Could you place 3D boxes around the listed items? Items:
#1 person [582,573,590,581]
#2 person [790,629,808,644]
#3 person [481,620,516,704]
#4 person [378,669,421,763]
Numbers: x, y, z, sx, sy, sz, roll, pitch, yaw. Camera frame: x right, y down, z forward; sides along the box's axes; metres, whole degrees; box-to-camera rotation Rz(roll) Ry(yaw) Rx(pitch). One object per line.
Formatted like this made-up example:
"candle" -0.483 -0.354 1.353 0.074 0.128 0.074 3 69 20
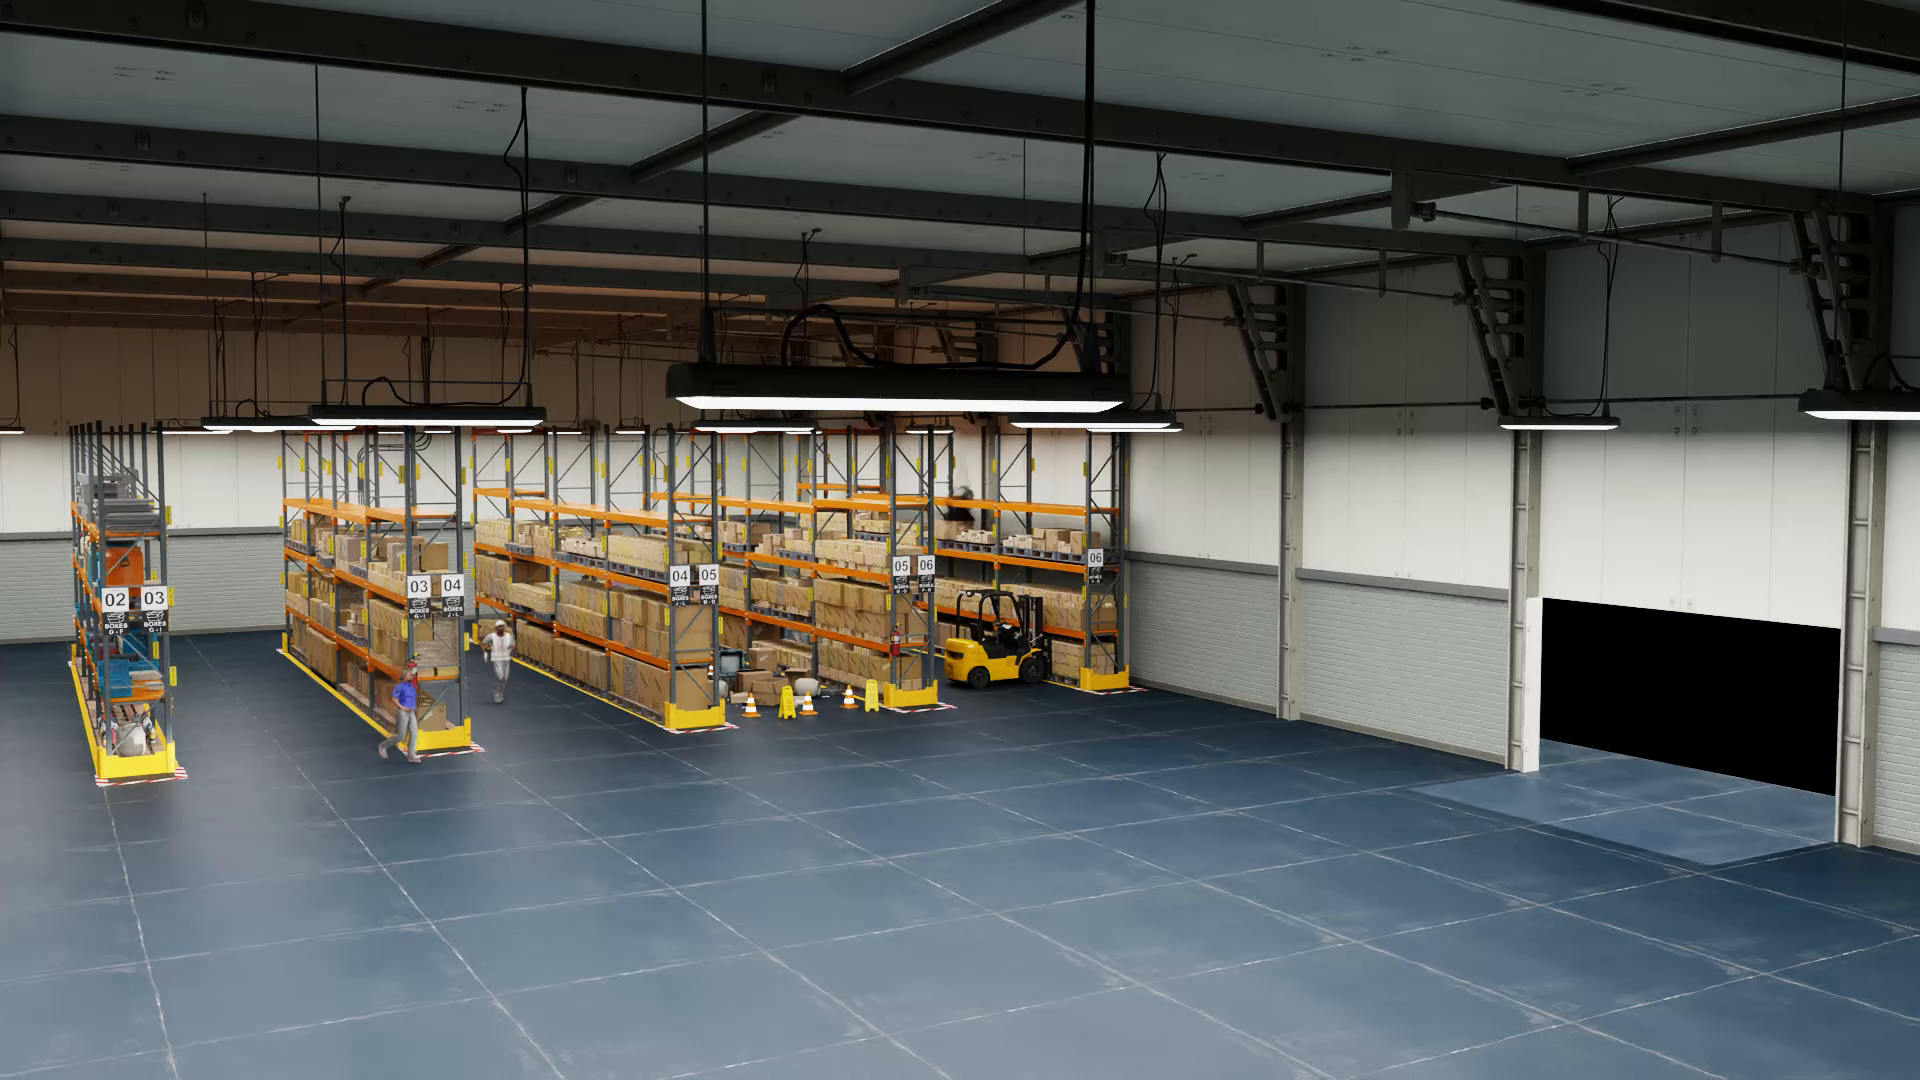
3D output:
"person" -11.106 1.773 49.373 0.893 1.801 0.684 -2 4 -29
"person" -4.319 2.092 44.684 0.646 1.799 0.660 -2 4 -32
"person" -9.872 2.623 35.766 0.655 1.794 0.717 -3 4 -38
"person" -9.804 3.098 29.427 0.837 1.611 0.642 1 4 18
